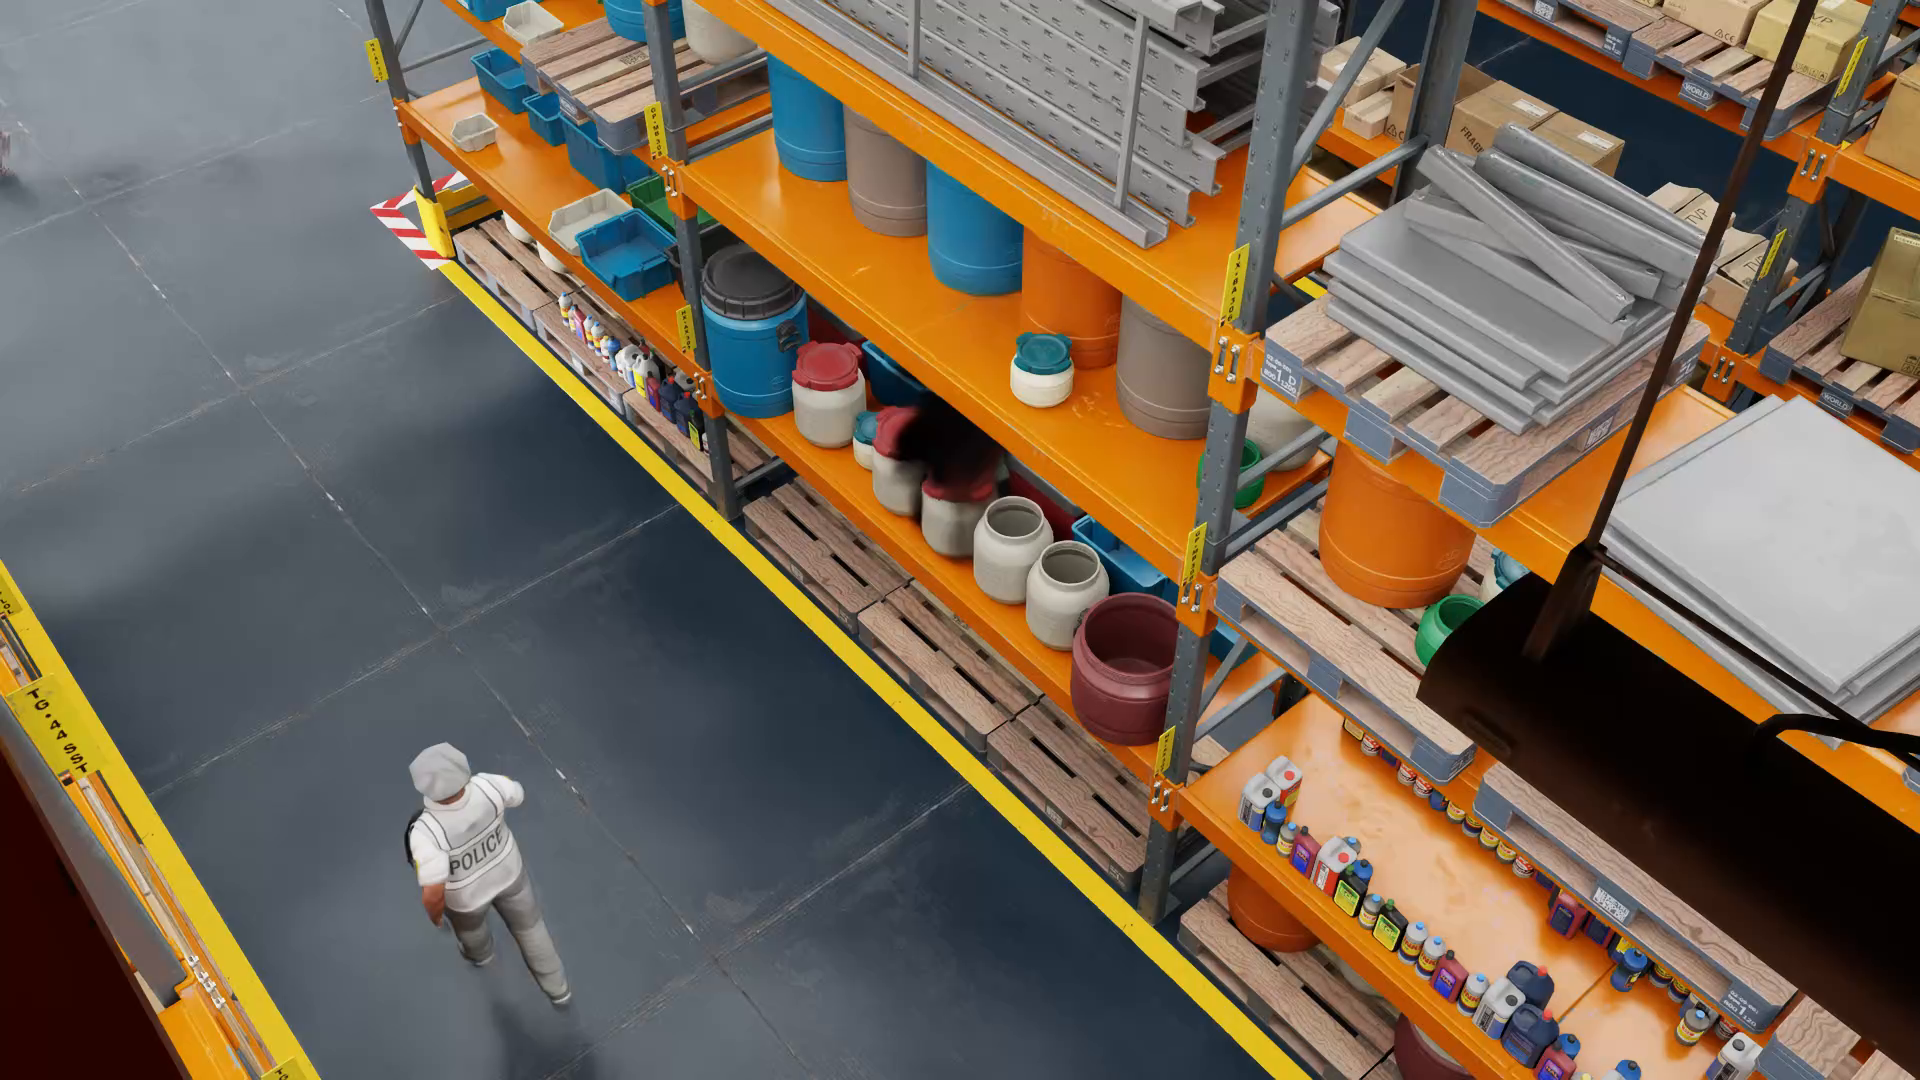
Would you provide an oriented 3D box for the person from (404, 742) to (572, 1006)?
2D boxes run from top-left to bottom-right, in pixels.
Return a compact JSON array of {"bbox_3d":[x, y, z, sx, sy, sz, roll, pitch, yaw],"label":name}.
[{"bbox_3d":[-2.251,1.591,7.840,0.664,1.860,0.801,-33,55,-27],"label":"person"}]
